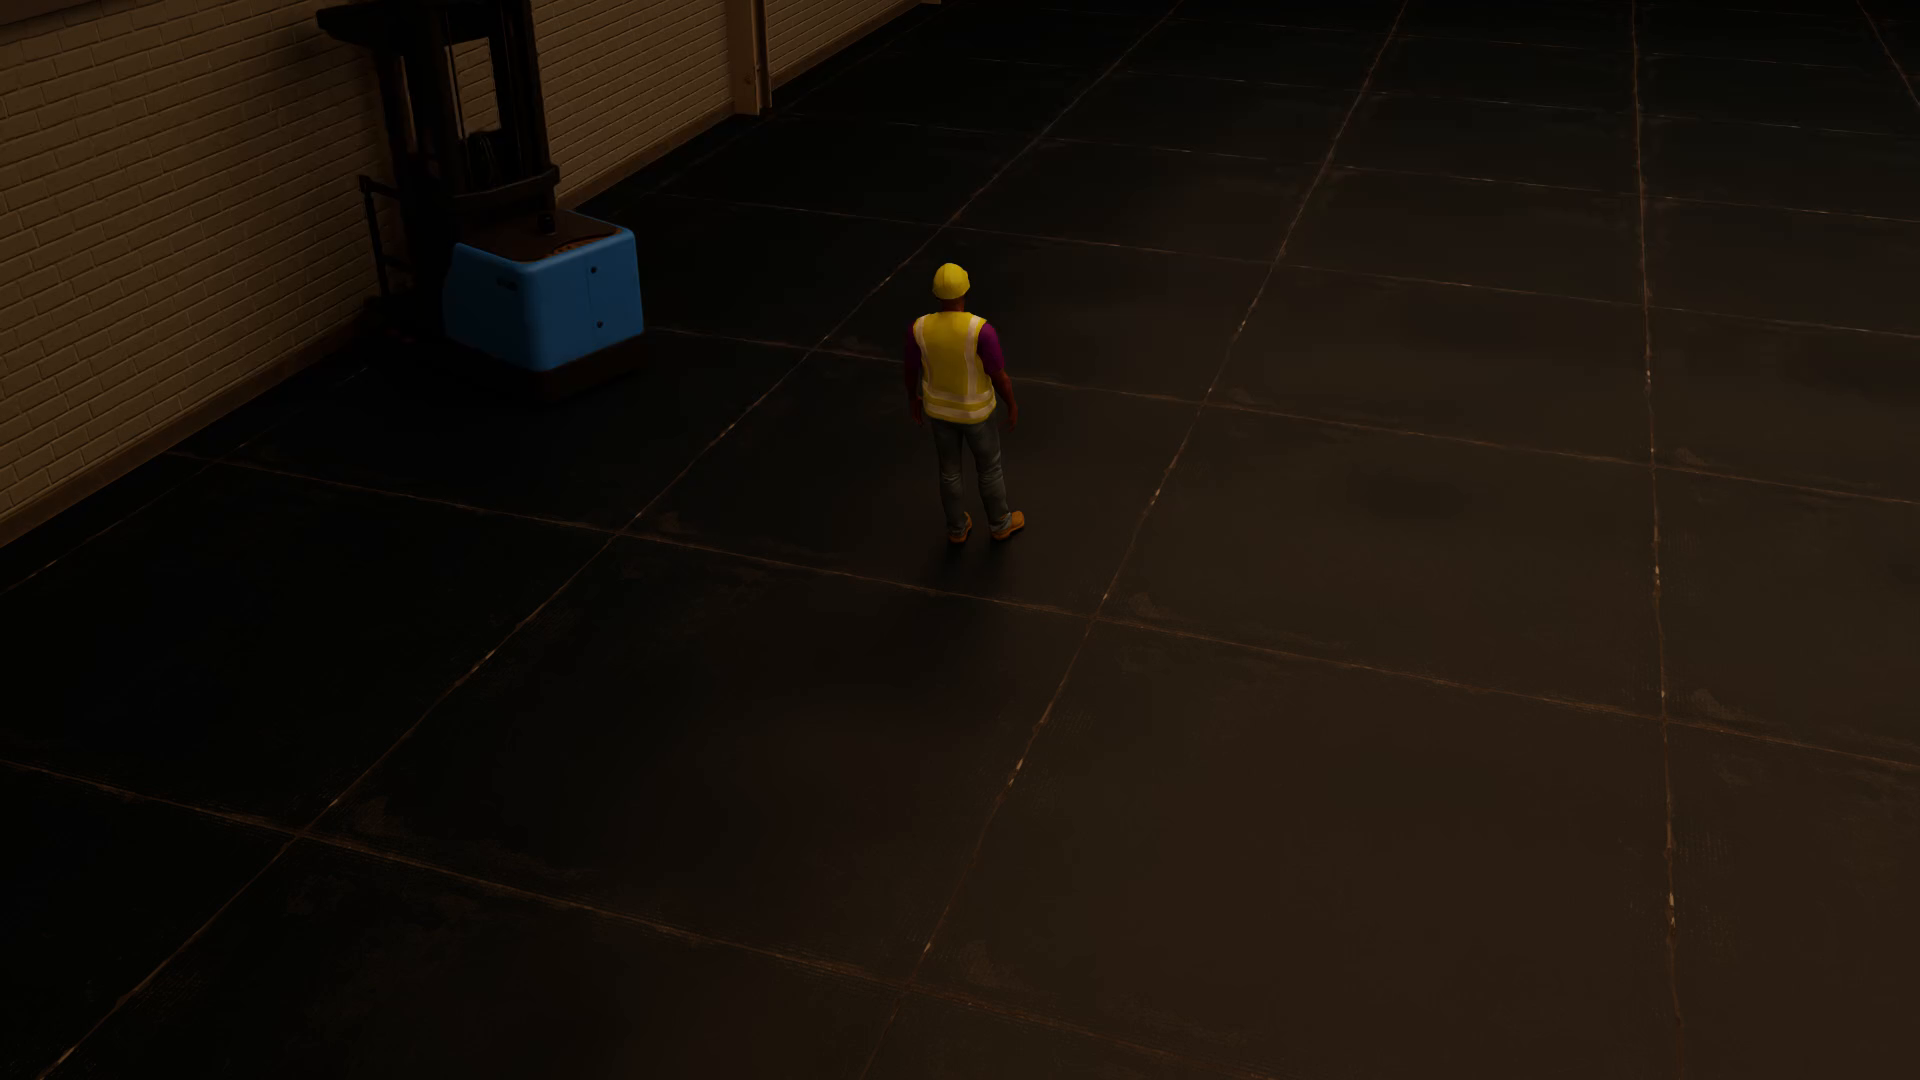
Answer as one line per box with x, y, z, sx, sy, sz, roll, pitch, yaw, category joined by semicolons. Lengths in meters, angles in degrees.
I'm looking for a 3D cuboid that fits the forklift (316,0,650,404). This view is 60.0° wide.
-3.757;-2.812;12.070;3.031;2.935;1.130;22;36;33;forklift

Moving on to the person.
0.028;-0.806;9.711;0.665;1.768;0.575;10;31;16;person
